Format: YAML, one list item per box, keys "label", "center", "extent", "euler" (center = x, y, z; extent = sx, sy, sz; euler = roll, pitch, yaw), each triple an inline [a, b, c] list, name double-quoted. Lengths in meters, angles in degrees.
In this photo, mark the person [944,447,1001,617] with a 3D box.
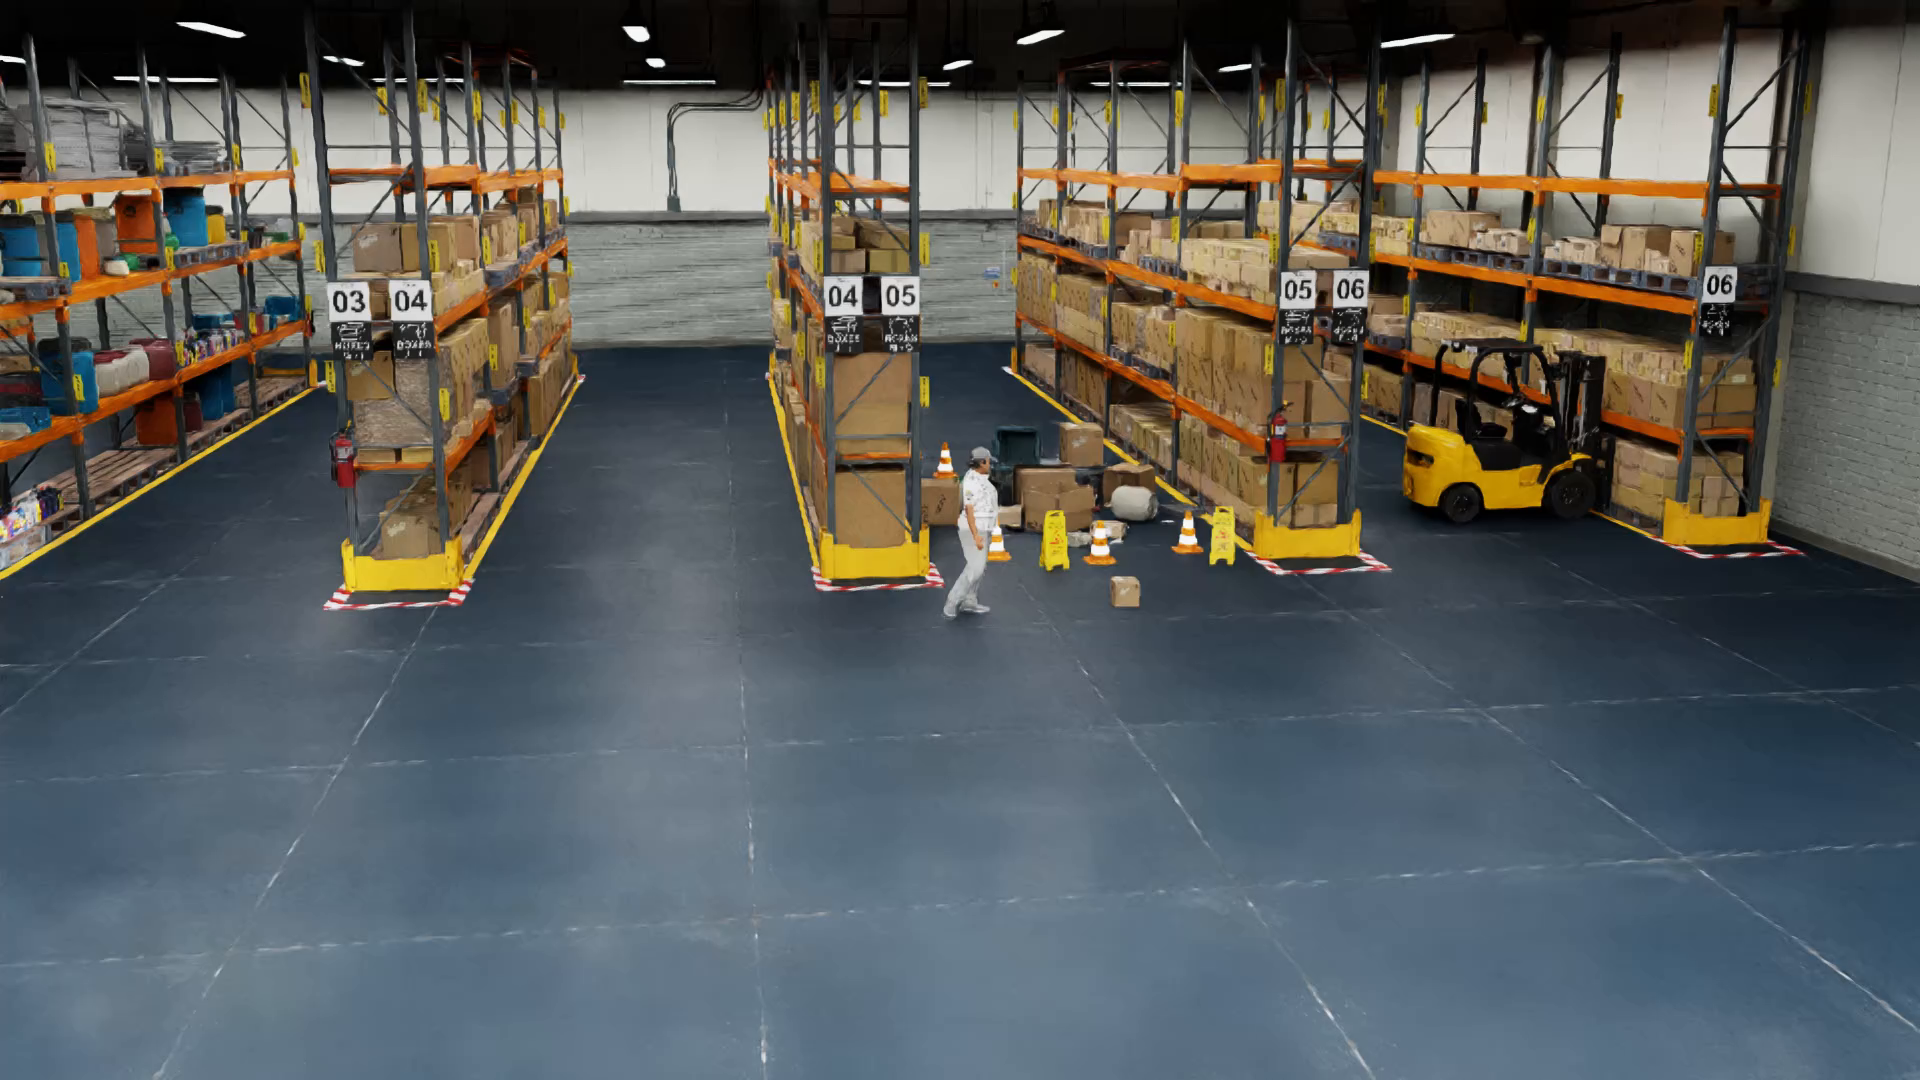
- label: "person"
  center: [0.110, -0.079, 16.252]
  extent: [0.469, 1.656, 0.667]
  euler: [4, 14, 17]
